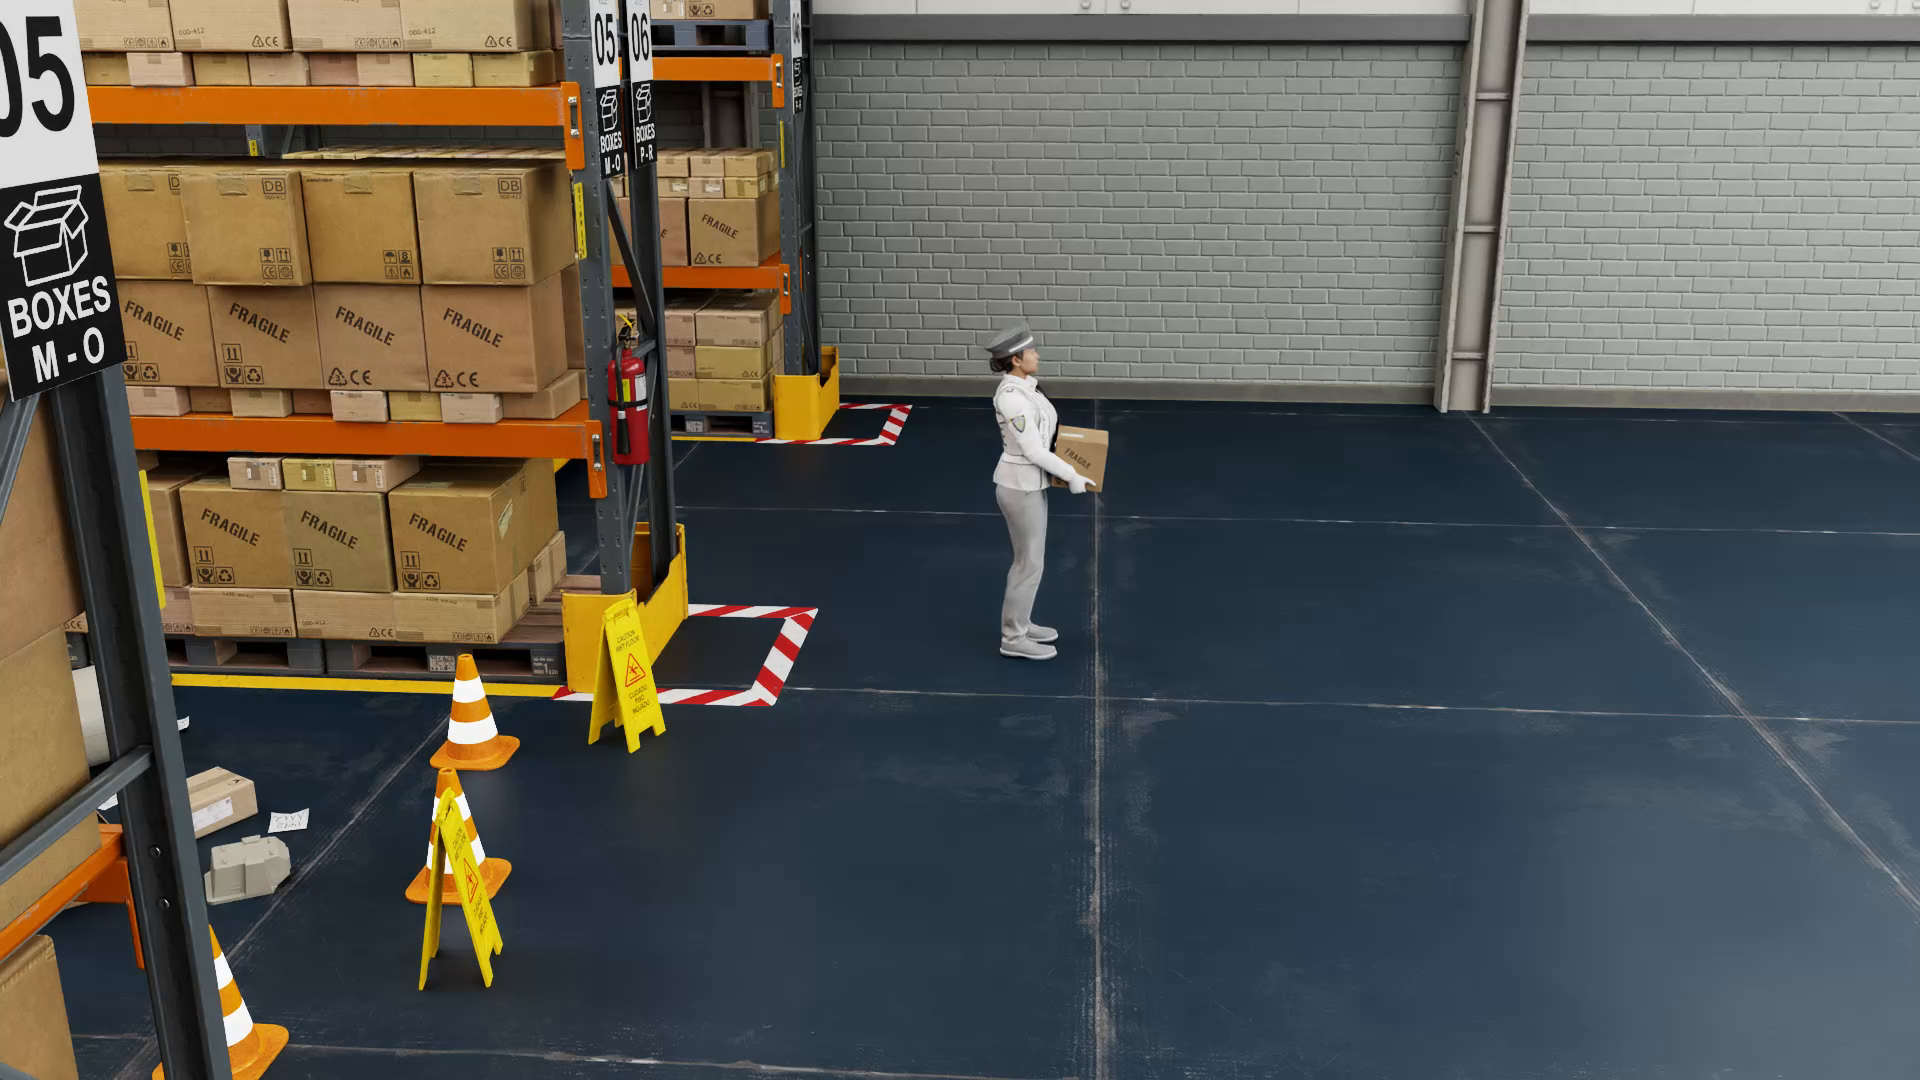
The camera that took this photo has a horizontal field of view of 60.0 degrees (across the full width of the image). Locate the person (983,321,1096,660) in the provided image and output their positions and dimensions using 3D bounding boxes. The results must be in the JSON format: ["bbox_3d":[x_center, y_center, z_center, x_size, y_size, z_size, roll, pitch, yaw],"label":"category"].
[{"bbox_3d":[0.394,-0.253,8.304,0.564,1.686,0.460,1,18,4],"label":"person"}]
